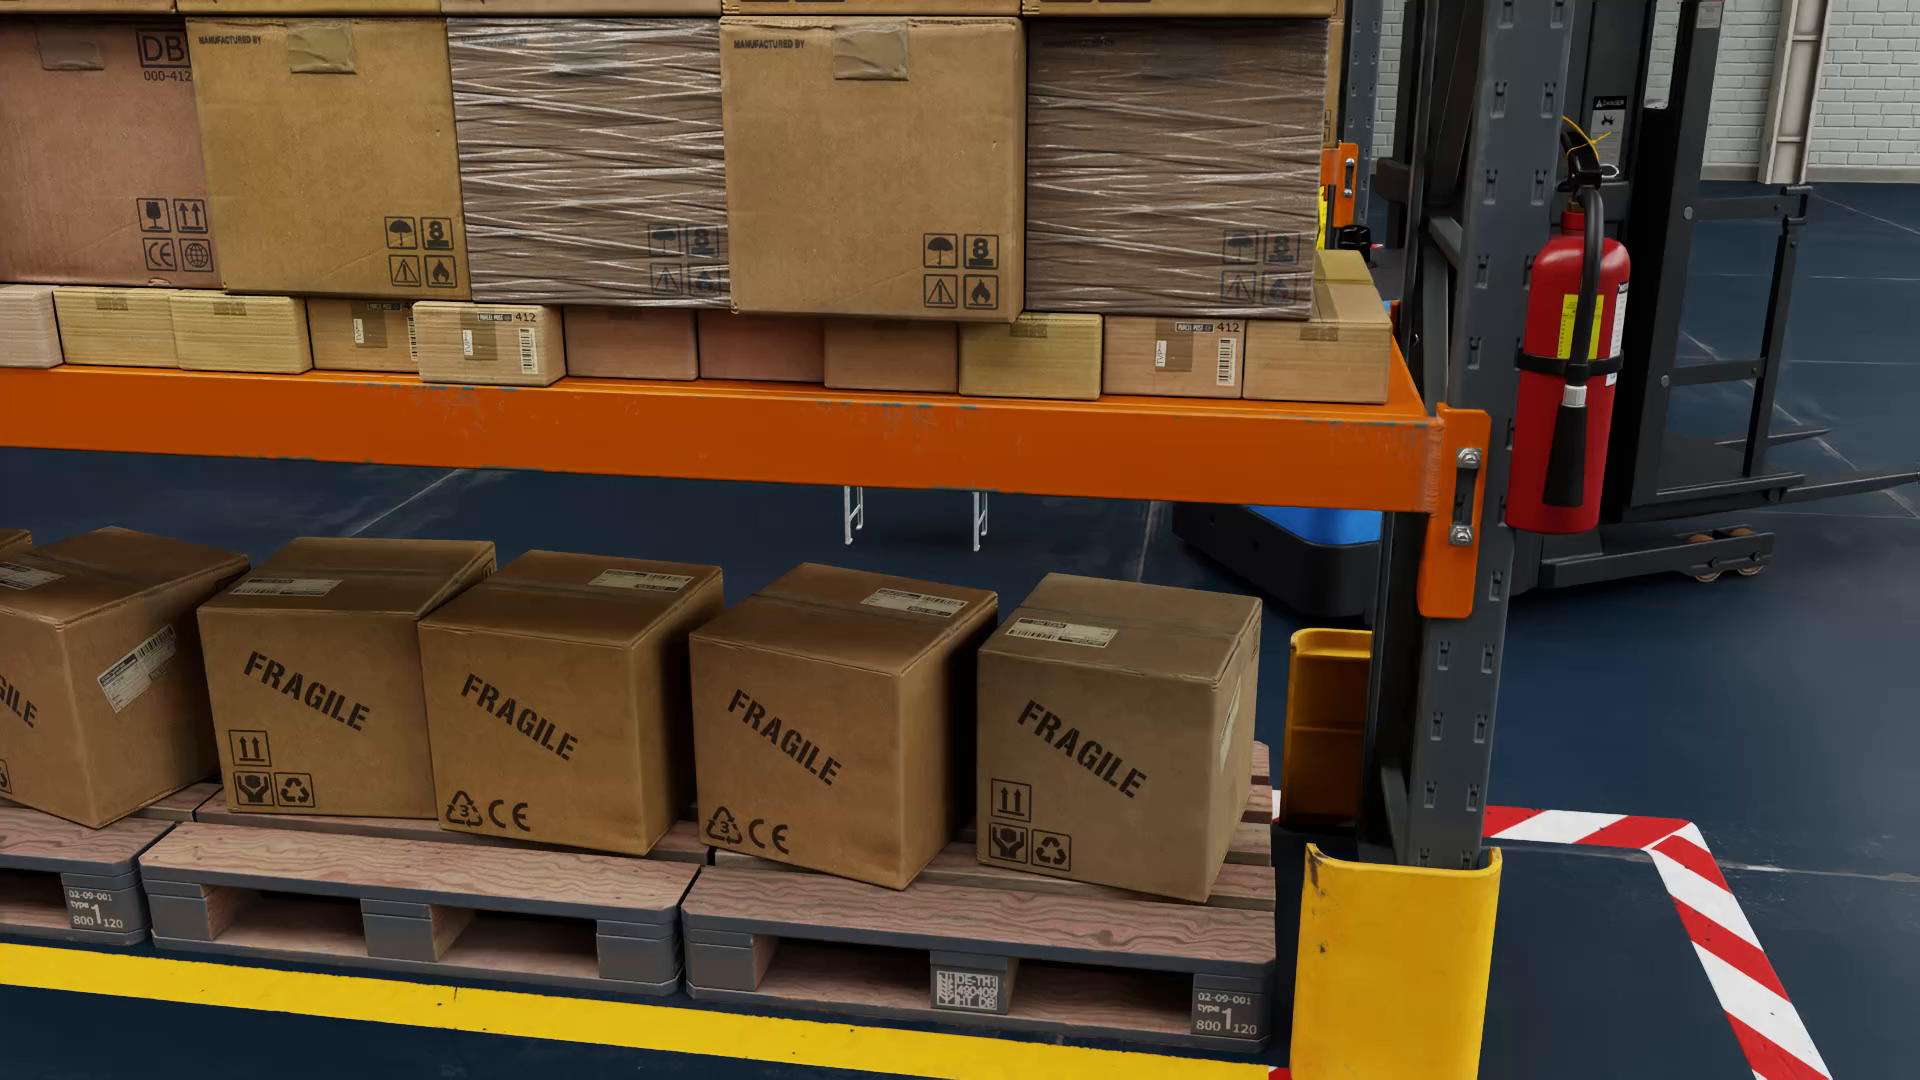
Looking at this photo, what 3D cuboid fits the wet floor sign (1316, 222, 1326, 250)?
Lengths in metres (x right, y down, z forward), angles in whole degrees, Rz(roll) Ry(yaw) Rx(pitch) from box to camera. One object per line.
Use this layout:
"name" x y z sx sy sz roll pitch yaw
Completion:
"wet floor sign" 2.195 -1.590 10.039 0.232 0.644 0.267 0 19 -1

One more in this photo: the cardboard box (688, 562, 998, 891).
"cardboard box" -0.243 0.391 3.685 0.500 0.500 0.500 8 20 23

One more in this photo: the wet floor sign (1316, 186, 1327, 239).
"wet floor sign" 2.556 -2.183 11.809 0.232 0.644 0.267 10 21 27

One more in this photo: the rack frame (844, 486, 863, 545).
"rack frame" -0.404 -0.590 6.174 0.015 1.200 0.240 3 19 9

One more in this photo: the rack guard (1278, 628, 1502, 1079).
"rack guard" 0.891 0.642 3.595 0.348 0.500 1.175 3 19 9

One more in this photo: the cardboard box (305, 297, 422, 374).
"cardboard box" -1.081 -0.447 3.306 0.250 0.149 0.380 3 19 9

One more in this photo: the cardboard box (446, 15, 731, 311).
"cardboard box" -0.572 -0.790 3.311 0.500 0.500 0.875 3 19 9

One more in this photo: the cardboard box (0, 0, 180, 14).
"cardboard box" -1.592 -1.251 3.112 0.500 0.500 0.500 3 19 9

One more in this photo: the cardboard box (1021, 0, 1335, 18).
"cardboard box" 0.384 -1.152 2.817 0.500 0.500 0.500 3 19 9

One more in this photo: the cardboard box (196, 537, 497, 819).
"cardboard box" -1.402 0.312 3.922 0.500 0.500 0.500 1 19 4

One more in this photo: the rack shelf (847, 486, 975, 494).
"rack shelf" -0.163 -0.289 6.234 0.480 0.148 0.258 3 19 9

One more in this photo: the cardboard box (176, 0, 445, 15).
"cardboard box" -1.096 -1.229 3.047 0.500 0.500 0.500 3 19 9

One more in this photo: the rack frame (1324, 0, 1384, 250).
"rack frame" 1.853 -2.088 7.816 0.127 3.000 1.000 3 19 9

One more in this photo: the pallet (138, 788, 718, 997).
"pallet" -1.106 0.665 3.982 1.213 0.211 1.003 3 19 9

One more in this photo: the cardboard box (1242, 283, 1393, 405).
"cardboard box" 0.652 -0.370 3.077 0.250 0.149 0.380 3 19 9

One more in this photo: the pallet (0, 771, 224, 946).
"pallet" -2.315 0.605 4.163 1.213 0.211 1.003 3 19 9

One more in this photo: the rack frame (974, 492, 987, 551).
"rack frame" 0.077 -0.565 6.101 0.015 1.200 0.240 3 19 9

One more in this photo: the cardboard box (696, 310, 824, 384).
"cardboard box" -0.334 -0.422 3.233 0.250 0.149 0.380 3 19 9

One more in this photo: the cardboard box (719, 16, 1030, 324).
"cardboard box" -0.085 -0.751 3.195 0.500 0.500 0.875 3 19 9

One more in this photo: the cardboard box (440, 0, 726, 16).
"cardboard box" -0.604 -1.201 2.964 0.500 0.500 0.500 3 19 9

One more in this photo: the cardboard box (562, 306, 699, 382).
"cardboard box" -0.585 -0.427 3.249 0.250 0.149 0.380 3 19 9

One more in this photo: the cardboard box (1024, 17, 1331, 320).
"cardboard box" 0.427 -0.764 3.232 0.500 0.500 0.875 3 19 9

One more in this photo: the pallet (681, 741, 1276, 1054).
"pallet" 0.095 0.727 3.796 1.213 0.211 1.003 3 19 9

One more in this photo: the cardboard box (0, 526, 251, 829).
"cardboard box" -2.028 0.305 3.942 0.500 0.500 0.500 9 21 26

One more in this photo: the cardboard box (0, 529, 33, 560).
"cardboard box" -2.595 0.278 4.021 0.500 0.500 0.500 2 19 7

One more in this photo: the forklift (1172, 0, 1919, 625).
"forklift" 2.357 -1.390 5.837 3.031 2.935 1.130 -7 20 -20

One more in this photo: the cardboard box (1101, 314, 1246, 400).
"cardboard box" 0.405 -0.382 3.115 0.250 0.149 0.380 3 19 9

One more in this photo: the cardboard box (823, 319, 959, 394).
"cardboard box" -0.094 -0.396 3.156 0.250 0.149 0.380 3 19 9

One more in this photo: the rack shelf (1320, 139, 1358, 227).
"rack shelf" -0.122 -1.847 8.231 4.000 0.370 1.077 3 19 9

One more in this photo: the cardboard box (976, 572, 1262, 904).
"cardboard box" 0.352 0.410 3.627 0.500 0.500 0.500 7 20 19

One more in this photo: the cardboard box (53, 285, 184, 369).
"cardboard box" -1.581 -0.461 3.350 0.250 0.149 0.380 3 19 9

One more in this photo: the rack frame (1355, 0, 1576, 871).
"rack frame" 0.966 -0.539 3.187 0.127 3.000 1.000 3 19 9

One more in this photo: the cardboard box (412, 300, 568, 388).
"cardboard box" -0.846 -0.412 3.204 0.250 0.149 0.380 3 19 9

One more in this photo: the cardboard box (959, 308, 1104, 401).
"cardboard box" 0.150 -0.379 3.104 0.250 0.149 0.380 3 19 9

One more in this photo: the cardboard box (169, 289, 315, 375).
"cardboard box" -1.336 -0.445 3.302 0.250 0.149 0.380 3 19 9

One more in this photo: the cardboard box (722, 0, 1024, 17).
"cardboard box" -0.111 -1.175 2.887 0.500 0.500 0.500 3 19 9

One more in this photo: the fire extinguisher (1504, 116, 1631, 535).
"fire extinguisher" 1.006 -0.352 2.751 0.183 0.674 0.296 3 19 9

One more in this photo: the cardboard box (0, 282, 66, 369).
"cardboard box" -1.834 -0.461 3.348 0.250 0.149 0.380 3 19 9

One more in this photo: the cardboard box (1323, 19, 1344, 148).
"cardboard box" 1.479 -2.164 7.806 0.550 0.550 0.875 3 19 9

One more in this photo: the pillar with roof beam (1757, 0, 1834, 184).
"pillar with roof beam" 8.018 -6.711 12.178 0.400 9.000 9.100 3 19 9

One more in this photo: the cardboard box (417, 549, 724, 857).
"cardboard box" -0.858 0.354 3.796 0.500 0.500 0.500 5 19 14

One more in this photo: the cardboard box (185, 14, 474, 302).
"cardboard box" -1.064 -0.819 3.397 0.500 0.500 0.875 3 19 9

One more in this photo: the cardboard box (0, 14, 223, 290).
"cardboard box" -1.551 -0.857 3.511 0.500 0.500 0.875 3 19 9

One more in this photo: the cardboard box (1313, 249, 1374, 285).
"cardboard box" 0.723 -0.509 3.493 0.250 0.149 0.380 3 19 9

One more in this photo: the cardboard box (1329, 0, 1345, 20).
"cardboard box" 1.492 -2.702 7.713 0.550 0.550 0.875 3 19 9

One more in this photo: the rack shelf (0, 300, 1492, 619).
"rack shelf" -1.009 -0.299 3.602 4.000 0.370 1.077 3 19 9

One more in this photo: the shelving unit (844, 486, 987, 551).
"shelving unit" -0.163 -0.577 6.138 0.503 1.200 0.258 3 19 9
